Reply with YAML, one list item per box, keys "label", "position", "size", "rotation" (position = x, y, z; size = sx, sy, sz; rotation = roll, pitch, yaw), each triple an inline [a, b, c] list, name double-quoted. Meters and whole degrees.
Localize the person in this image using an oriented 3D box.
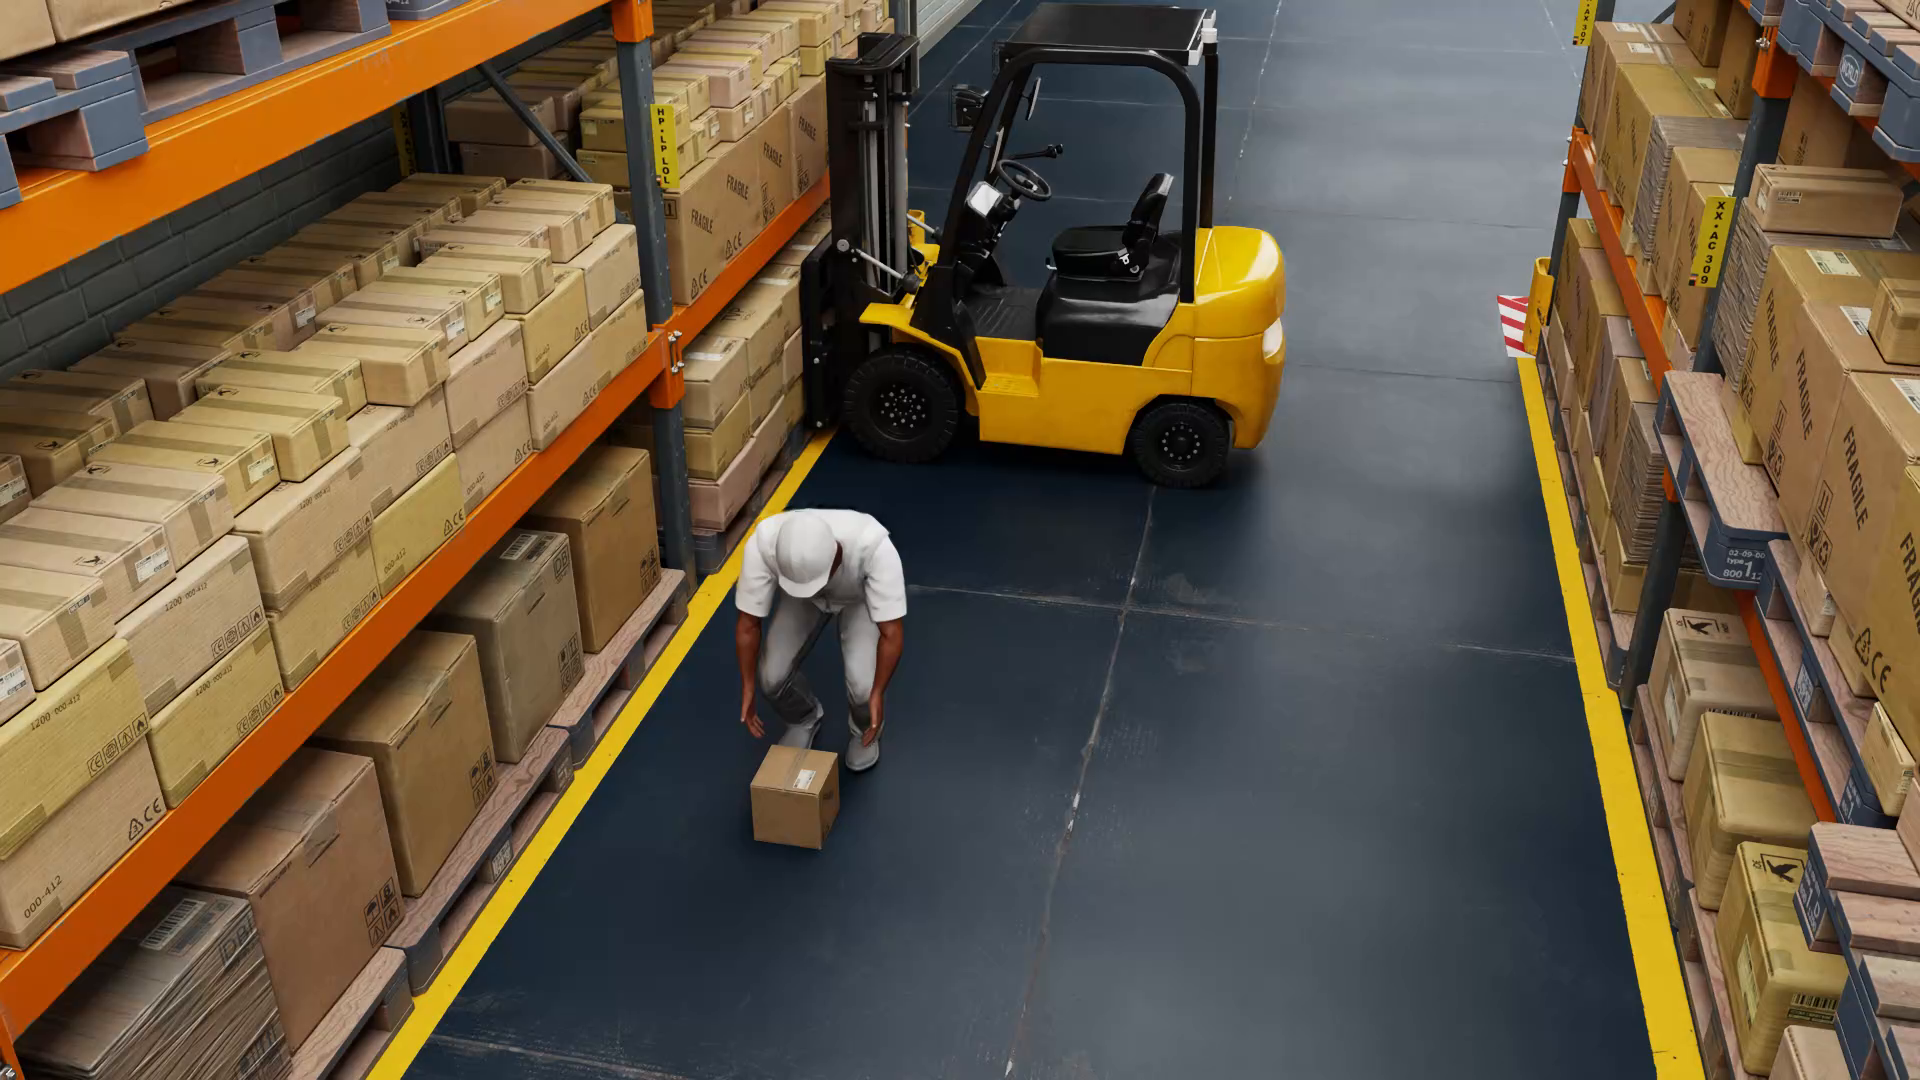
- label: "person"
  position: [-0.469, 0.316, 6.089]
  size: [0.622, 1.224, 0.838]
  rotation: [6, 29, 11]
